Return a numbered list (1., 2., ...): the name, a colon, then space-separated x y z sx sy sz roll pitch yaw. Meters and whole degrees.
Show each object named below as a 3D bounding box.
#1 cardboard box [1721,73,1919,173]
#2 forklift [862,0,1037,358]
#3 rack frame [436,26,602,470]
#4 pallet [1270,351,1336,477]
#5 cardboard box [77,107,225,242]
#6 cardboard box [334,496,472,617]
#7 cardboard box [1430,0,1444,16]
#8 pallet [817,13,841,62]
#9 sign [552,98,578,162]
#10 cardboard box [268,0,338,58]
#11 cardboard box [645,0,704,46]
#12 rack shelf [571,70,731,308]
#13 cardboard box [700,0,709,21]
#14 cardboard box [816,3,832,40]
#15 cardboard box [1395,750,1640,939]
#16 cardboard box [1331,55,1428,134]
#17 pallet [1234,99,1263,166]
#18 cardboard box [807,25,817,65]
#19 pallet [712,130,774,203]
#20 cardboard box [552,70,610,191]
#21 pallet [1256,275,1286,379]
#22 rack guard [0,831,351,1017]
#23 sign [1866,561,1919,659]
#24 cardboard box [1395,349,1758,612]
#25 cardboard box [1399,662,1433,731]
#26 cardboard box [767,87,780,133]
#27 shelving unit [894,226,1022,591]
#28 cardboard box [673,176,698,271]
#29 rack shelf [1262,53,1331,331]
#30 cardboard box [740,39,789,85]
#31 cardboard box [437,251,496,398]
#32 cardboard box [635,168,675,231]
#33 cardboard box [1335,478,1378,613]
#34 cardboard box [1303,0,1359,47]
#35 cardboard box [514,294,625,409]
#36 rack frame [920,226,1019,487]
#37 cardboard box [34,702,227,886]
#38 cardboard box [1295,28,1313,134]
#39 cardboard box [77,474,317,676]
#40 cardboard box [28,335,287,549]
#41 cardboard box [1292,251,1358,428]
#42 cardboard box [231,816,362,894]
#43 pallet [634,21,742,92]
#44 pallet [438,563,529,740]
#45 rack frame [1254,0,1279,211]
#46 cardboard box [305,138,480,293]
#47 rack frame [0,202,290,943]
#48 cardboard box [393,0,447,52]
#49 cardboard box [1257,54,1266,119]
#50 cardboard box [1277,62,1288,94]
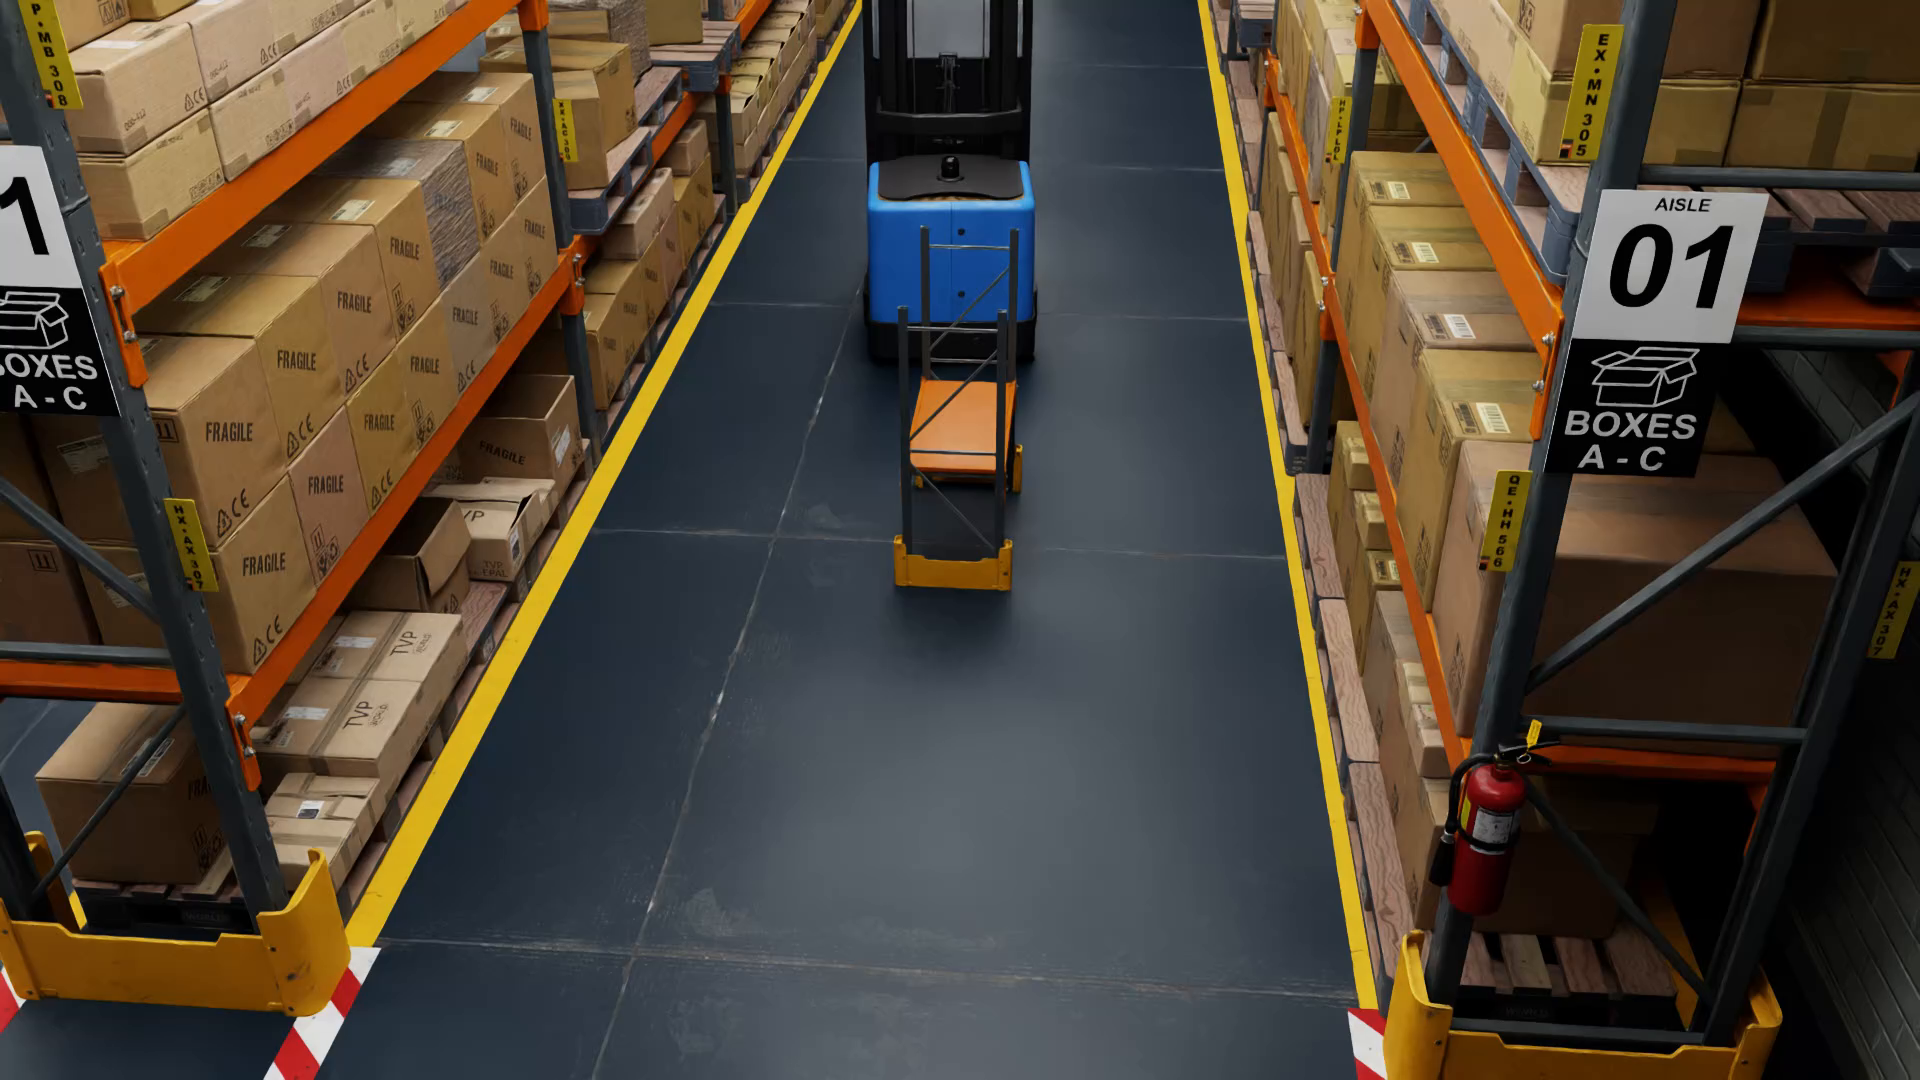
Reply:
1. cardboard box: 2.369 -1.233 4.680 0.500 0.250 0.500 4 32 7
2. forklift: -0.086 -3.131 11.038 1.130 2.935 3.031 -1 32 -1
3. rack frame: -2.547 -1.728 8.695 1.000 3.000 0.127 2 32 4
4. pallet: 2.378 -0.738 9.747 1.003 0.211 1.213 2 32 4
5. cardboard box: -2.577 -1.108 4.972 0.500 0.250 0.500 2 32 4
6. cardboard box: -2.695 0.130 7.640 0.797 0.503 0.637 2 32 4
7. cardboard box: 1.982 -2.069 6.036 0.500 0.250 0.500 2 32 3
8. pallet: -1.789 -5.139 16.887 1.003 0.211 1.213 2 32 4
9. sign: -2.005 -2.078 8.437 0.100 0.325 0.005 2 32 4
10. cardboard box: -2.489 -1.843 5.689 0.500 0.250 0.500 2 32 4
11. cardboard box: -2.160 -3.707 11.411 0.700 0.500 0.500 -8 33 -13
12. rack shelf: -2.384 -2.468 10.581 1.077 0.370 4.000 2 32 4
13. cardboard box: -2.148 -3.970 12.418 0.500 0.311 0.500 4 32 7
14. cardboard box: -1.556 -5.149 16.467 0.500 0.250 0.500 2 32 4
15. cardboard box: 2.022 1.088 6.108 0.700 0.500 0.500 2 32 4
16. cardboard box: 2.174 -2.271 8.463 0.500 0.250 0.500 3 32 5
17. pallet: 2.883 -3.468 14.176 1.003 0.211 1.213 2 32 4
18. cardboard box: -1.640 -4.691 15.723 0.500 0.250 0.500 2 32 4
19. pallet: -2.115 -3.062 13.517 1.003 0.211 1.213 2 32 4
20. cardboard box: -2.285 -2.188 8.945 0.700 0.500 0.500 -8 33 -13
21. pallet: 2.475 -1.378 10.785 1.003 0.211 1.213 2 32 4
22. rack guard: -2.866 1.388 6.022 1.175 0.500 0.348 2 32 4
23. sign: 2.618 0.197 4.670 0.100 0.325 0.005 2 32 4
24. cardboard box: 2.145 -0.203 5.934 0.980 0.700 0.700 2 32 4
25. cardboard box: 1.871 0.603 6.276 0.380 0.149 0.250 3 32 5
26. cardboard box: -1.809 -3.624 13.993 0.500 0.250 0.500 2 32 3
27. shelving unit: 0.006 -0.678 8.421 0.587 1.500 1.083 2 32 4
28. cardboard box: -2.106 -2.173 11.381 0.500 0.500 0.500 1 32 2
29. rack shelf: 2.554 -2.258 10.241 1.077 0.370 4.000 2 32 4
30. cardboard box: -1.766 -4.139 14.293 0.500 0.311 0.500 2 32 3
31. cardboard box: -2.412 -0.960 7.354 0.500 0.500 0.500 3 32 5
32. cardboard box: -2.143 -2.198 10.707 0.500 0.250 0.500 2 32 3
33. cardboard box: 2.183 0.016 7.847 0.700 0.500 0.500 2 32 3
34. cardboard box: 2.307 -3.071 9.761 0.500 0.250 0.500 2 32 3
35. cardboard box: -2.265 -1.094 9.629 0.500 0.500 0.500 1 32 2
36. rack frame: 0.048 -0.949 8.860 0.500 1.500 0.032 2 32 4
37. cardboard box: -3.074 0.945 6.320 0.500 0.500 0.500 2 32 4
38. cardboard box: 2.294 -2.739 9.938 0.500 0.500 0.500 3 32 5
39. cardboard box: -2.574 0.100 5.633 0.500 0.500 0.500 3 32 5
40. cardboard box: -2.574 -0.326 5.371 0.500 0.500 0.500 3 32 5
41. cardboard box: 2.314 -1.128 9.370 0.750 0.750 0.750 3 32 5
42. cardboard box: -2.496 1.185 6.265 0.380 0.149 0.250 2 32 4
43. pallet: -2.206 -3.381 11.560 1.213 0.211 1.003 2 32 4
44. pallet: -2.700 0.458 7.806 1.003 0.211 1.213 2 32 4
45. rack frame: 2.716 -3.610 11.749 1.000 3.000 0.127 2 32 4
46. cardboard box: -2.410 -1.390 7.097 0.500 0.500 0.500 3 32 4
47. rack frame: -2.872 0.363 5.301 1.000 3.000 0.127 2 32 4
48. cardboard box: -2.405 -2.153 6.668 0.500 0.250 0.500 2 32 4
49. cardboard box: 2.925 -3.902 14.186 0.700 0.500 0.500 3 32 5
50. cardboard box: 2.324 -3.083 11.114 0.380 0.149 0.250 3 32 5
